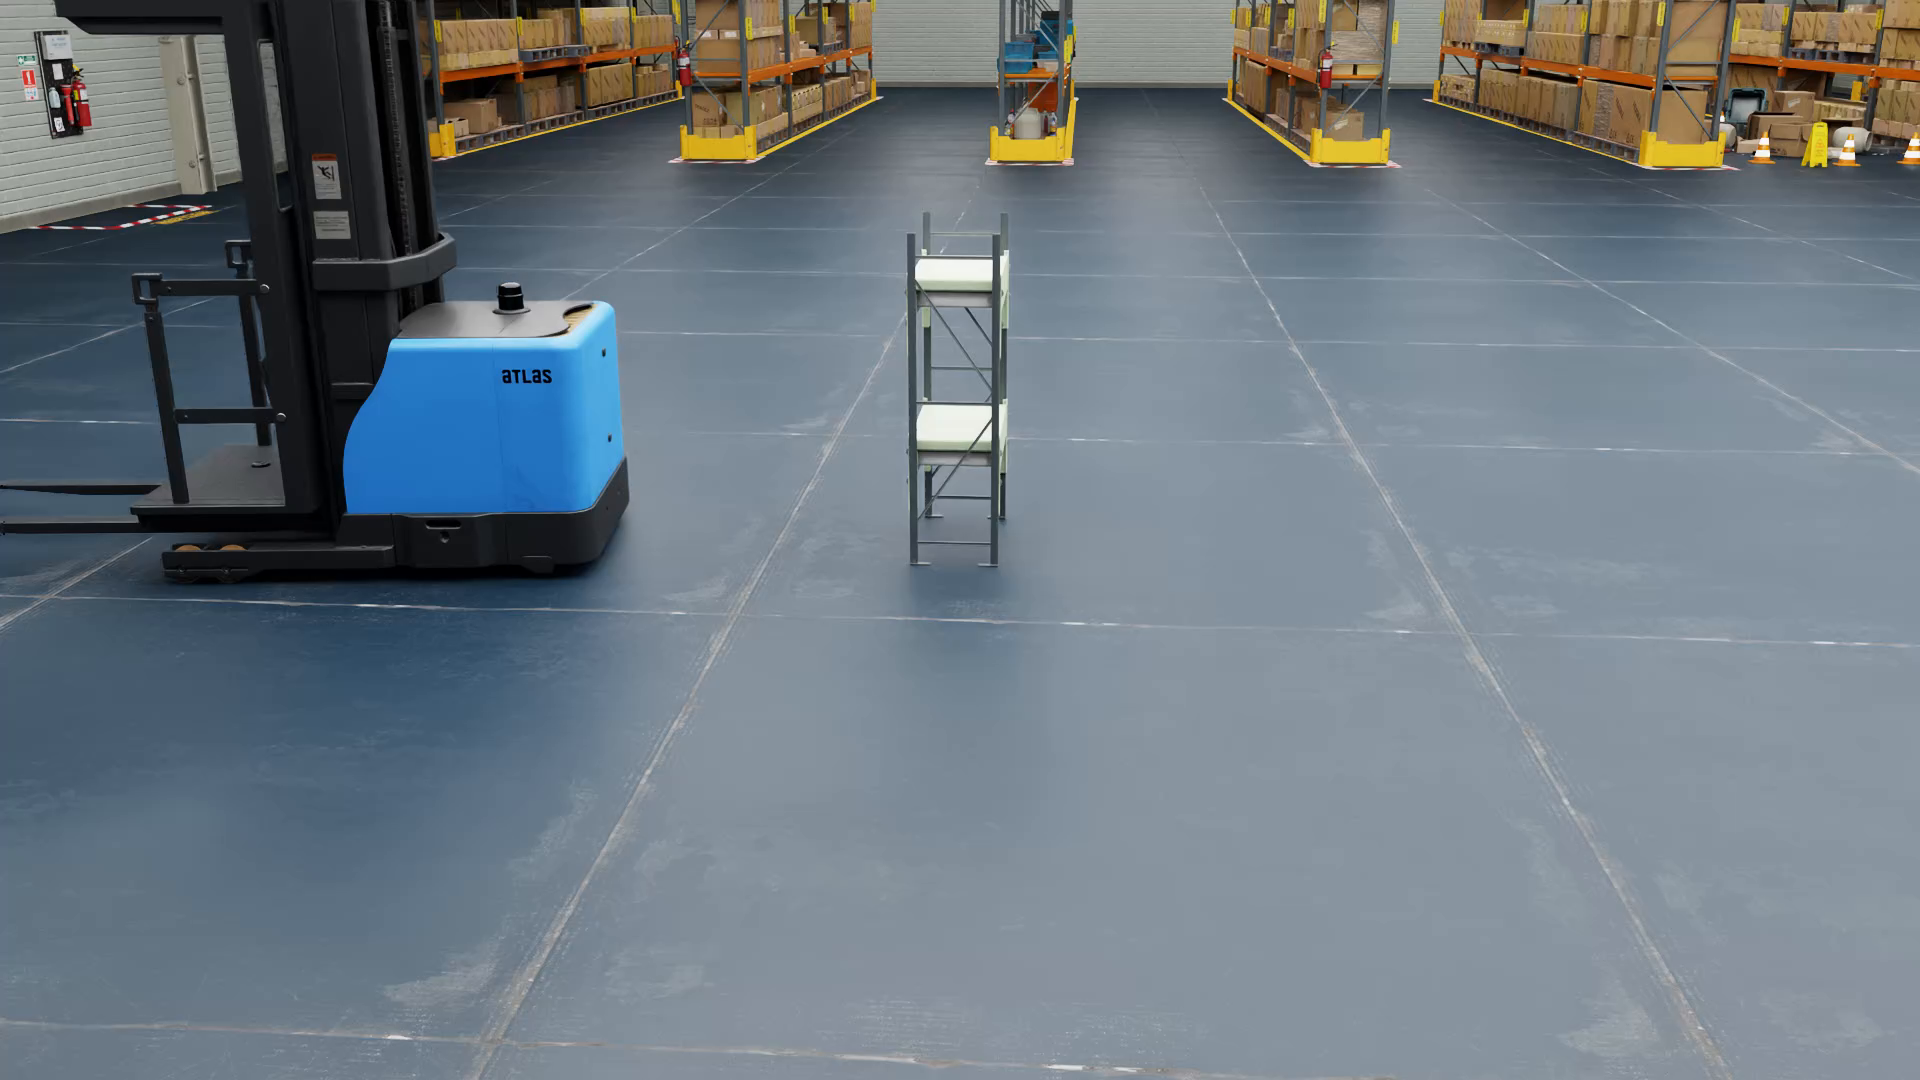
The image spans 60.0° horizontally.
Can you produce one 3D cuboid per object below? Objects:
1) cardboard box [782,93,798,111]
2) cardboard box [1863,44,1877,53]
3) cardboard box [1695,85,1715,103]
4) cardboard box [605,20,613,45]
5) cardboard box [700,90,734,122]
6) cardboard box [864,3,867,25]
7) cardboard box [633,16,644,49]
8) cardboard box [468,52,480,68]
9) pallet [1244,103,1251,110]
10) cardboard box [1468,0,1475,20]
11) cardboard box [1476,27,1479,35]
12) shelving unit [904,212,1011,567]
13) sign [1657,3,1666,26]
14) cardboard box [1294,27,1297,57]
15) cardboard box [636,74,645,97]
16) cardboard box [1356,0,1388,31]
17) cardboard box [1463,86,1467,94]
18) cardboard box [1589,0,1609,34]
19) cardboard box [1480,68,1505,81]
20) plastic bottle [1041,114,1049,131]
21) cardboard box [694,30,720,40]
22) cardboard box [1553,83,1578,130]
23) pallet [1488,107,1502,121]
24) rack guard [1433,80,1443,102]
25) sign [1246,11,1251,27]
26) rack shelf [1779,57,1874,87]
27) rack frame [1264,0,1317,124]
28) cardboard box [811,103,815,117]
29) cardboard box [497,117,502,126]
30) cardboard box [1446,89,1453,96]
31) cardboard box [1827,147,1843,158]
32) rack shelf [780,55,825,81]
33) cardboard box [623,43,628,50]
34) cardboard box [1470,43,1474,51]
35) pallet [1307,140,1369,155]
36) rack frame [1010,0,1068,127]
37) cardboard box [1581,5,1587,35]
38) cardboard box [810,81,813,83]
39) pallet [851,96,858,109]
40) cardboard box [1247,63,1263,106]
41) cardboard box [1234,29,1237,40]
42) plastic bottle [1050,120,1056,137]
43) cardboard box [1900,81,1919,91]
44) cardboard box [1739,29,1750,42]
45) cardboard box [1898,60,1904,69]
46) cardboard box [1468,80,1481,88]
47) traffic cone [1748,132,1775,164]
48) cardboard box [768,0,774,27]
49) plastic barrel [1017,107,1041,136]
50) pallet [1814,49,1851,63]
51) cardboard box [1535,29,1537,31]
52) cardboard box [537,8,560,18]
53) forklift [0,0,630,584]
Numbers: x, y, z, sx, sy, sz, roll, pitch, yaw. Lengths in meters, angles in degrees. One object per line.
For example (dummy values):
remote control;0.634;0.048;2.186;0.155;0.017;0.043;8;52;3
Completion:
cardboard box;-3.269;-8.040;30.485;0.500;0.311;0.500;1;18;4
cardboard box;15.979;-8.561;28.961;0.380;0.149;0.250;2;18;5
cardboard box;16.943;-9.974;36.985;0.875;0.438;0.875;1;18;3
cardboard box;-7.799;-10.932;35.798;0.500;0.500;0.500;2;18;5
cardboard box;-4.035;-7.249;27.767;0.500;0.500;0.500;1;18;4
cardboard box;-2.513;-12.545;39.626;0.500;0.500;0.500;2;18;5
cardboard box;-7.860;-11.663;38.218;0.980;0.700;0.700;2;18;5
cardboard box;-8.358;-8.028;27.814;0.500;0.250;0.500;1;18;3
pallet;7.039;-9.930;37.889;1.003;0.211;1.213;1;18;4
cardboard box;11.642;-11.855;37.042;0.500;0.500;0.500;1;18;2
cardboard box;11.360;-10.988;35.891;0.380;0.149;0.250;2;18;5
shelving unit;0.000;-0.711;7.683;0.431;1.500;0.755;1;18;4
sign;10.446;-7.831;24.764;0.100;0.325;0.005;1;18;4
cardboard box;6.239;-8.586;28.672;0.875;0.500;0.500;1;18;4
cardboard box;-7.759;-10.594;38.777;0.700;0.500;0.500;2;18;5
cardboard box;6.358;-8.122;25.650;0.500;0.500;0.500;1;18;4
cardboard box;11.561;-10.138;37.470;0.380;0.149;0.250;1;18;2
cardboard box;11.212;-8.864;28.184;0.875;0.550;0.550;1;18;4
cardboard box;11.530;-10.023;35.830;0.500;0.250;0.500;0;18;1
plastic bottle;1.471;-7.291;29.024;0.152;0.276;0.135;1;18;4
cardboard box;-3.997;-7.995;26.302;0.380;0.149;0.250;1;18;3
cardboard box;11.228;-7.719;29.602;1.050;0.750;0.750;1;18;4
pallet;11.707;-8.932;34.842;1.003;0.211;1.213;1;18;4
rack guard;12.128;-10.909;40.414;1.175;0.500;0.348;1;18;4
sign;6.353;-11.482;36.628;0.100;0.325;0.005;1;18;4
rack shelf;16.361;-8.594;30.489;1.077;0.370;4.000;1;18;4
rack frame;6.620;-9.778;32.948;1.000;3.000;0.127;1;18;4
cardboard box;-3.128;-8.408;32.508;0.500;0.250;0.500;2;18;5
cardboard box;-8.497;-7.564;30.032;0.380;0.166;0.250;-1;18;-3
cardboard box;11.701;-10.573;39.276;0.380;0.149;0.250;2;18;5
cardboard box;14.010;-6.170;26.513;0.380;0.149;0.250;12;22;32
rack shelf;-3.404;-9.038;31.842;1.077;0.370;4.000;1;18;4
cardboard box;-7.651;-11.052;37.207;0.380;0.149;0.250;2;18;5
cardboard box;11.543;-10.935;36.883;0.380;0.149;0.250;1;18;2
pallet;6.145;-6.244;26.639;1.003;0.211;1.213;1;18;4
rack frame;1.393;-8.647;29.494;1.000;3.000;0.127;1;18;4
cardboard box;11.303;-9.071;29.022;0.700;0.500;0.500;1;18;3
cardboard box;-3.390;-9.478;35.340;0.500;0.500;0.500;1;18;2
pallet;-2.924;-10.131;38.503;1.003;0.211;1.213;1;18;4
cardboard box;6.818;-9.734;35.549;1.225;0.875;0.875;1;18;2
cardboard box;6.890;-12.190;40.071;0.500;0.250;0.500;1;18;2
plastic bottle;1.547;-6.873;27.756;0.097;0.271;0.097;0;18;0
cardboard box;15.802;-7.498;27.484;0.380;0.149;0.250;2;18;6
cardboard box;16.372;-10.360;34.159;0.500;0.250;0.500;1;18;2
cardboard box;15.920;-7.942;27.747;0.380;0.149;0.250;1;18;4
cardboard box;11.591;-10.203;37.191;0.380;0.149;0.250;2;18;5
traffic cone;12.441;-6.079;25.733;0.336;0.463;0.334;1;18;4
cardboard box;-3.608;-9.127;28.717;0.700;0.500;0.500;1;18;4
plastic barrel;1.113;-6.783;27.128;0.421;0.512;0.421;0;18;0
pallet;16.403;-8.850;30.423;1.003;0.211;1.213;1;18;4
cardboard box;11.846;-10.249;33.635;0.380;0.149;0.250;1;18;4
cardboard box;-8.428;-10.811;34.226;0.500;0.250;0.500;2;18;5
forklift;-3.146;-1.368;7.391;3.031;2.935;1.130;0;18;-1
